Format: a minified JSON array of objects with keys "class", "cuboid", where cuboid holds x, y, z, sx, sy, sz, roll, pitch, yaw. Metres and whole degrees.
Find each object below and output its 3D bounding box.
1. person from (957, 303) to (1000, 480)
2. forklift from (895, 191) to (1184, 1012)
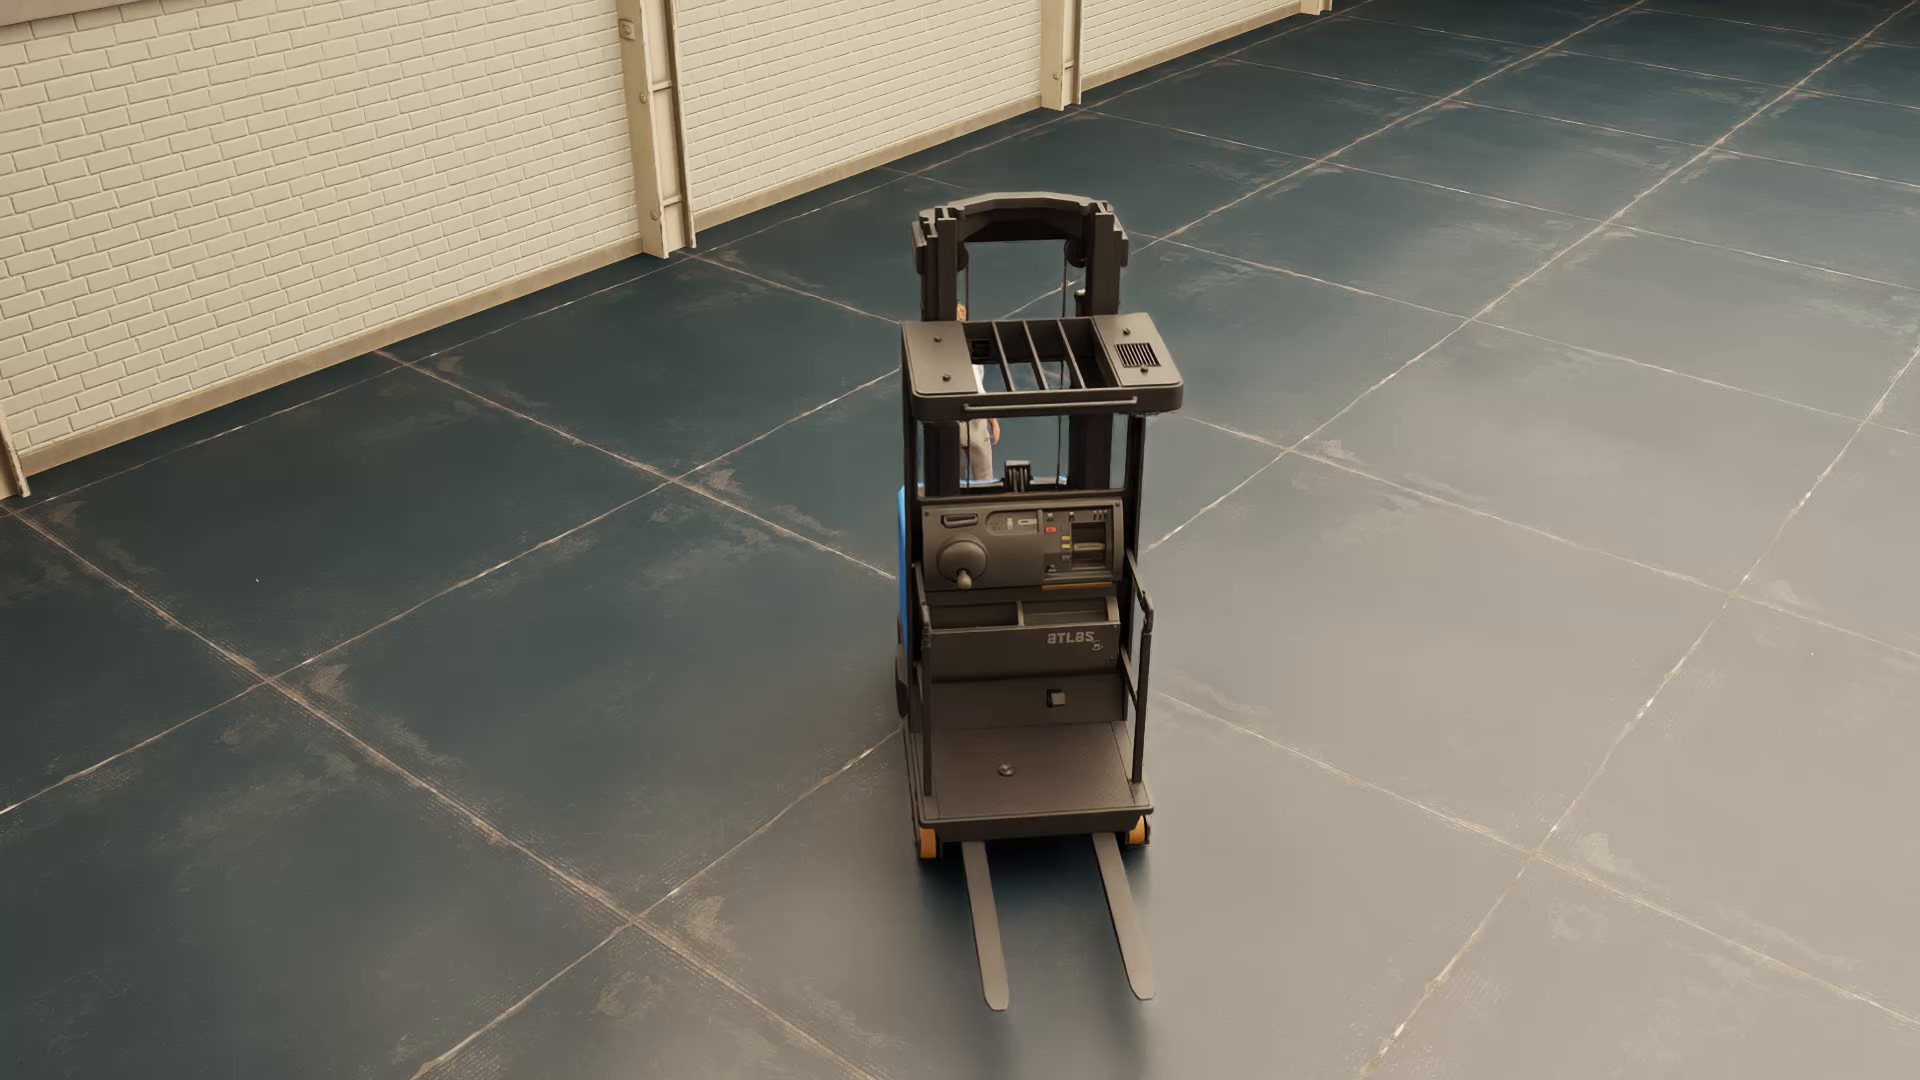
[{"class":"person","cuboid":[0.057,-0.720,10.135,0.521,1.596,0.475,22,37,33]},{"class":"forklift","cuboid":[0.314,0.069,7.477,1.130,2.935,3.031,-3,30,-5]}]
